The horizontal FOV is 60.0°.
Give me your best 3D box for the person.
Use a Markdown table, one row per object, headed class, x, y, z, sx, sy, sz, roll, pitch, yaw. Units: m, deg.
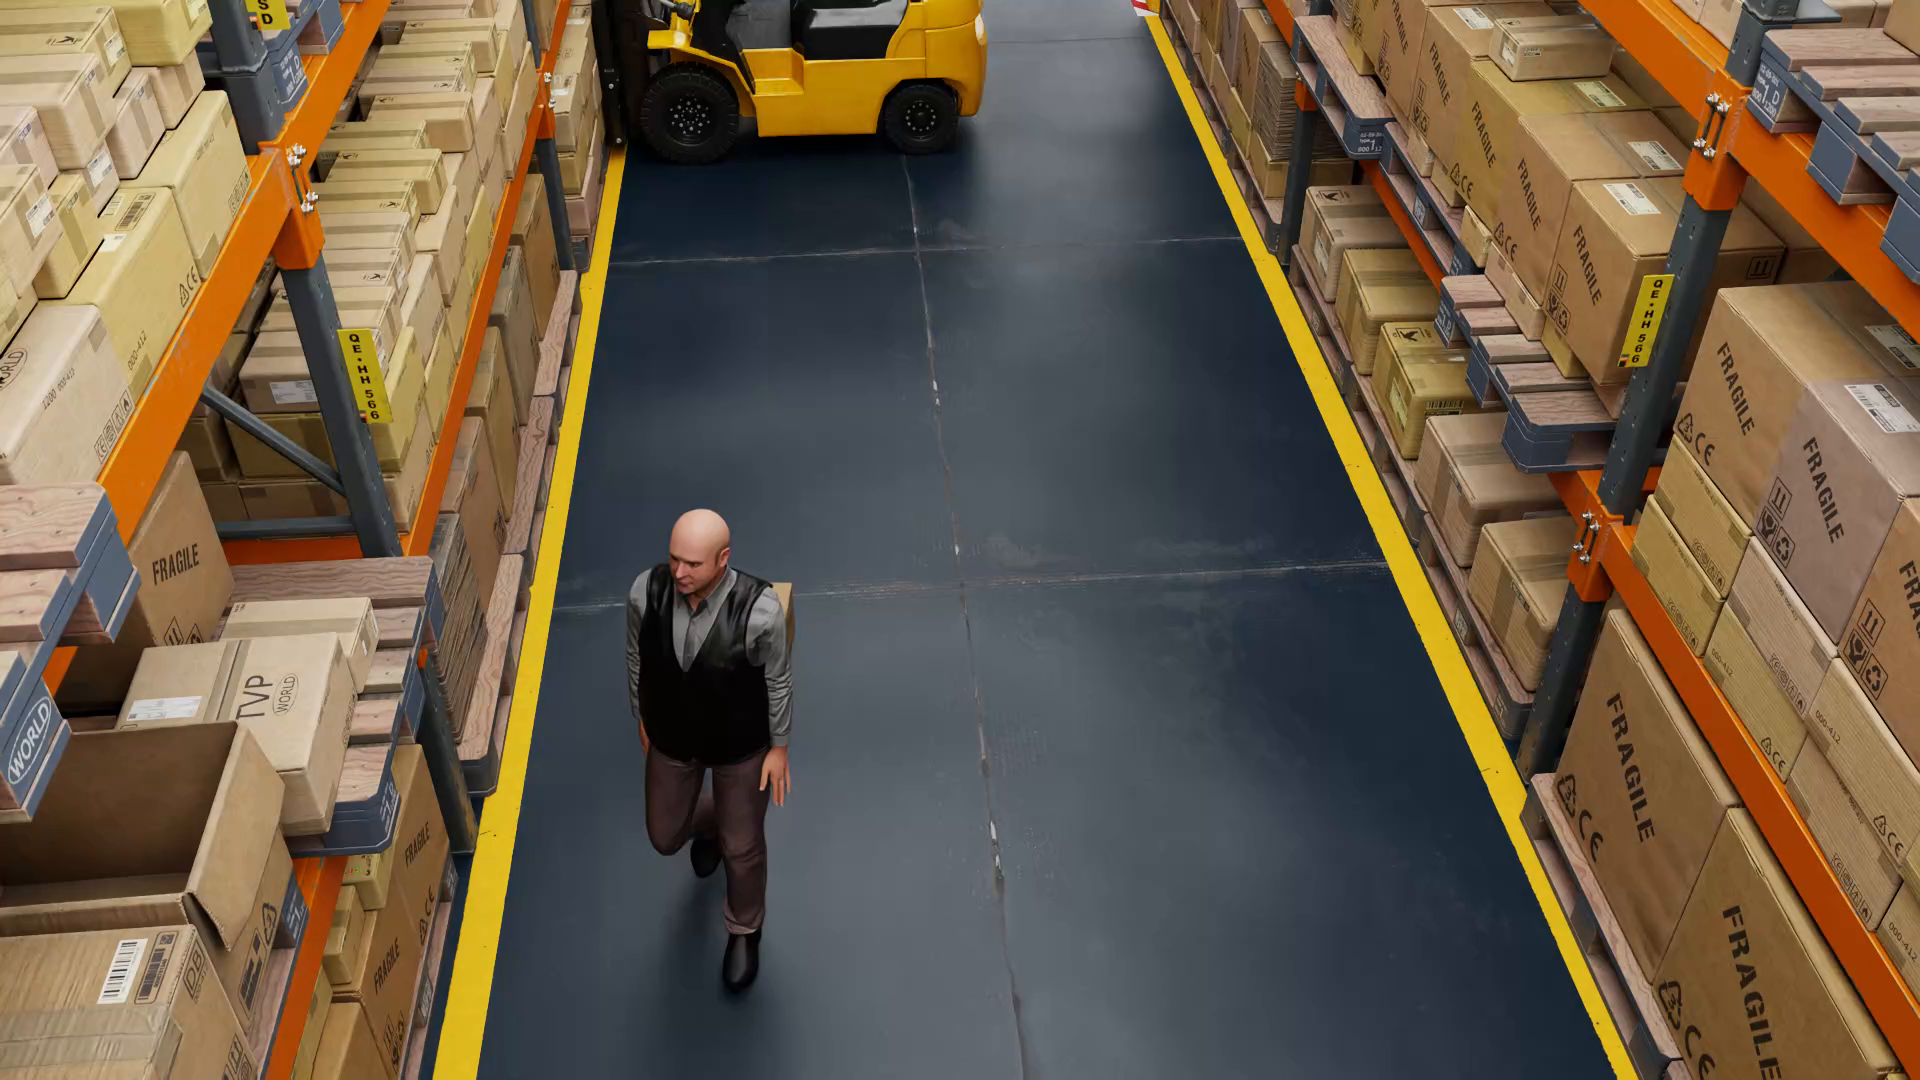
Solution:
| class | x | y | z | sx | sy | sz | roll | pitch | yaw |
| --- | --- | --- | --- | --- | --- | --- | --- | --- | --- |
| person | -0.809 | 0.650 | 5.356 | 0.554 | 1.709 | 0.662 | 8 | 39 | 9 |
